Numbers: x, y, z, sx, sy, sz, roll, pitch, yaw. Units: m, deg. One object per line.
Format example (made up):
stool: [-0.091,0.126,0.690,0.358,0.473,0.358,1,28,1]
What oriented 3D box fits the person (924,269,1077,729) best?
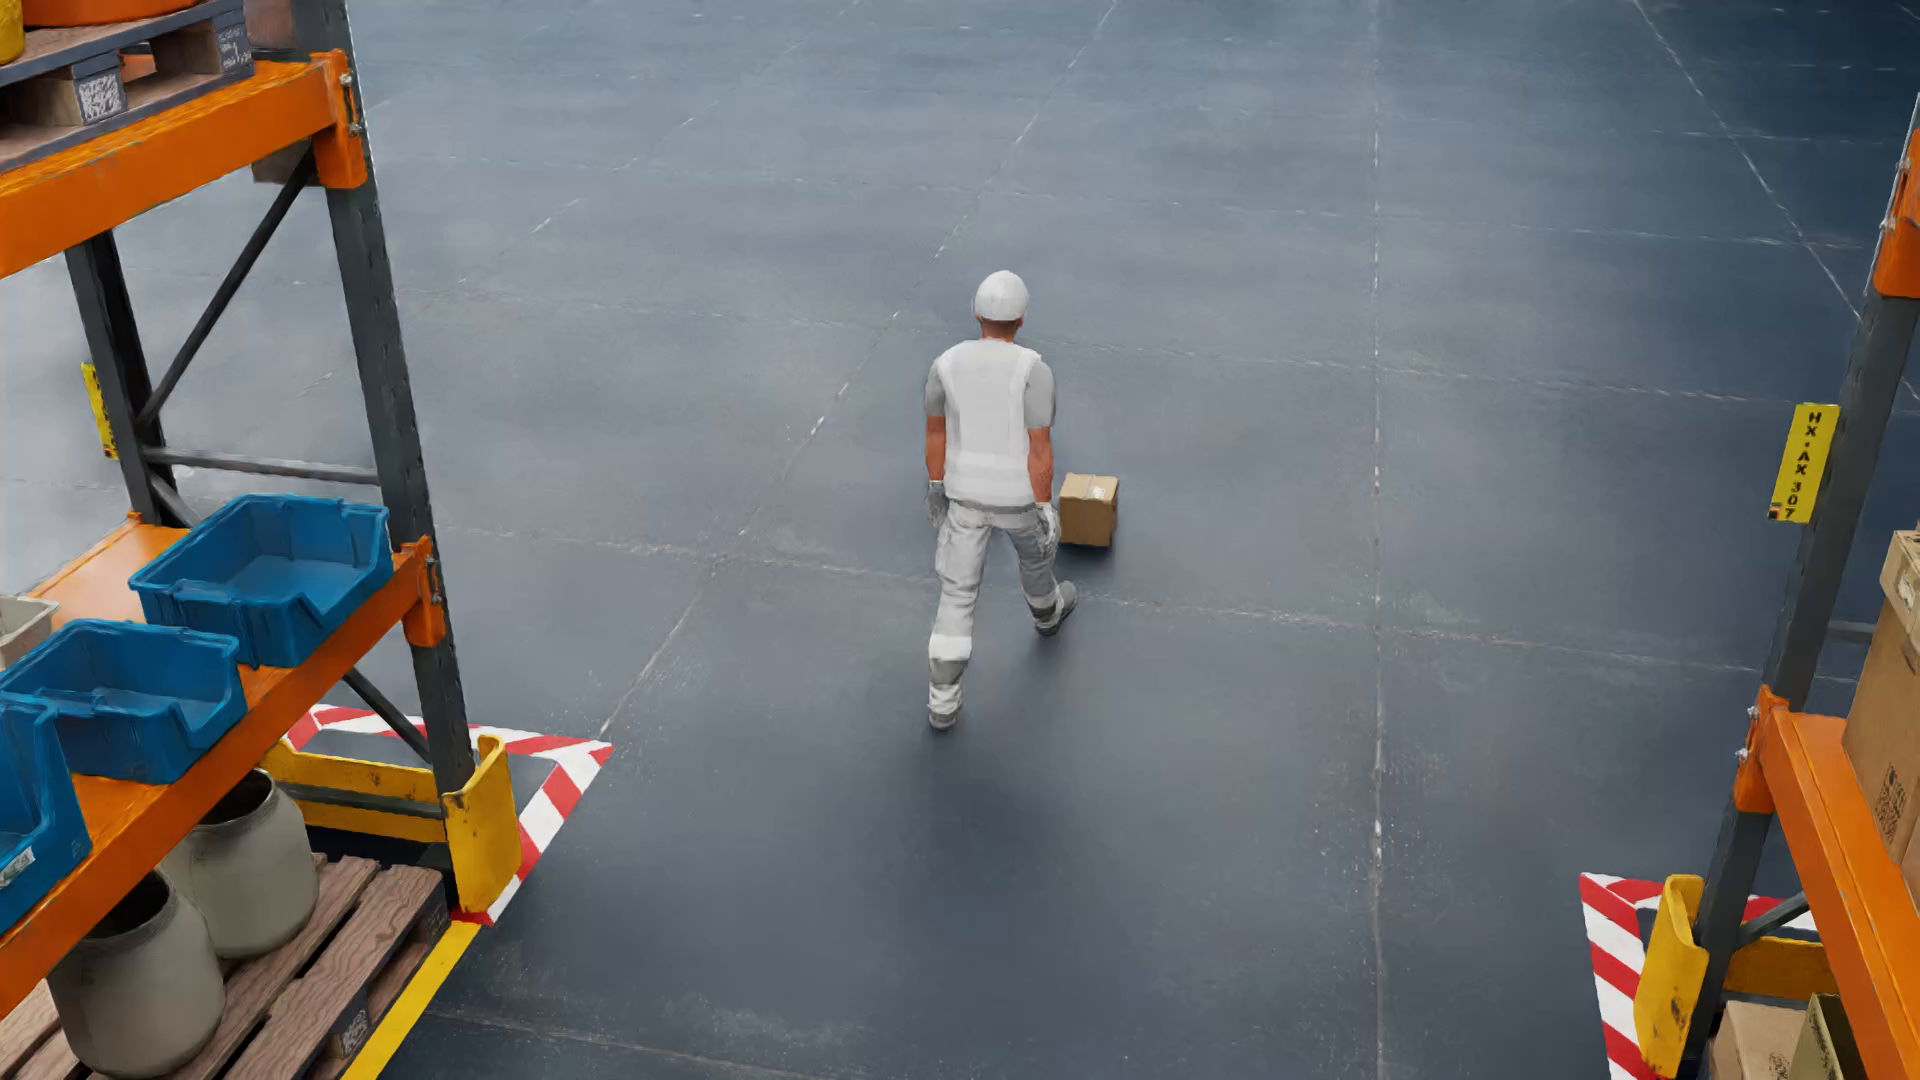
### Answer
person: [0.152,-0.229,6.559,0.581,1.708,1.102,9,30,15]
